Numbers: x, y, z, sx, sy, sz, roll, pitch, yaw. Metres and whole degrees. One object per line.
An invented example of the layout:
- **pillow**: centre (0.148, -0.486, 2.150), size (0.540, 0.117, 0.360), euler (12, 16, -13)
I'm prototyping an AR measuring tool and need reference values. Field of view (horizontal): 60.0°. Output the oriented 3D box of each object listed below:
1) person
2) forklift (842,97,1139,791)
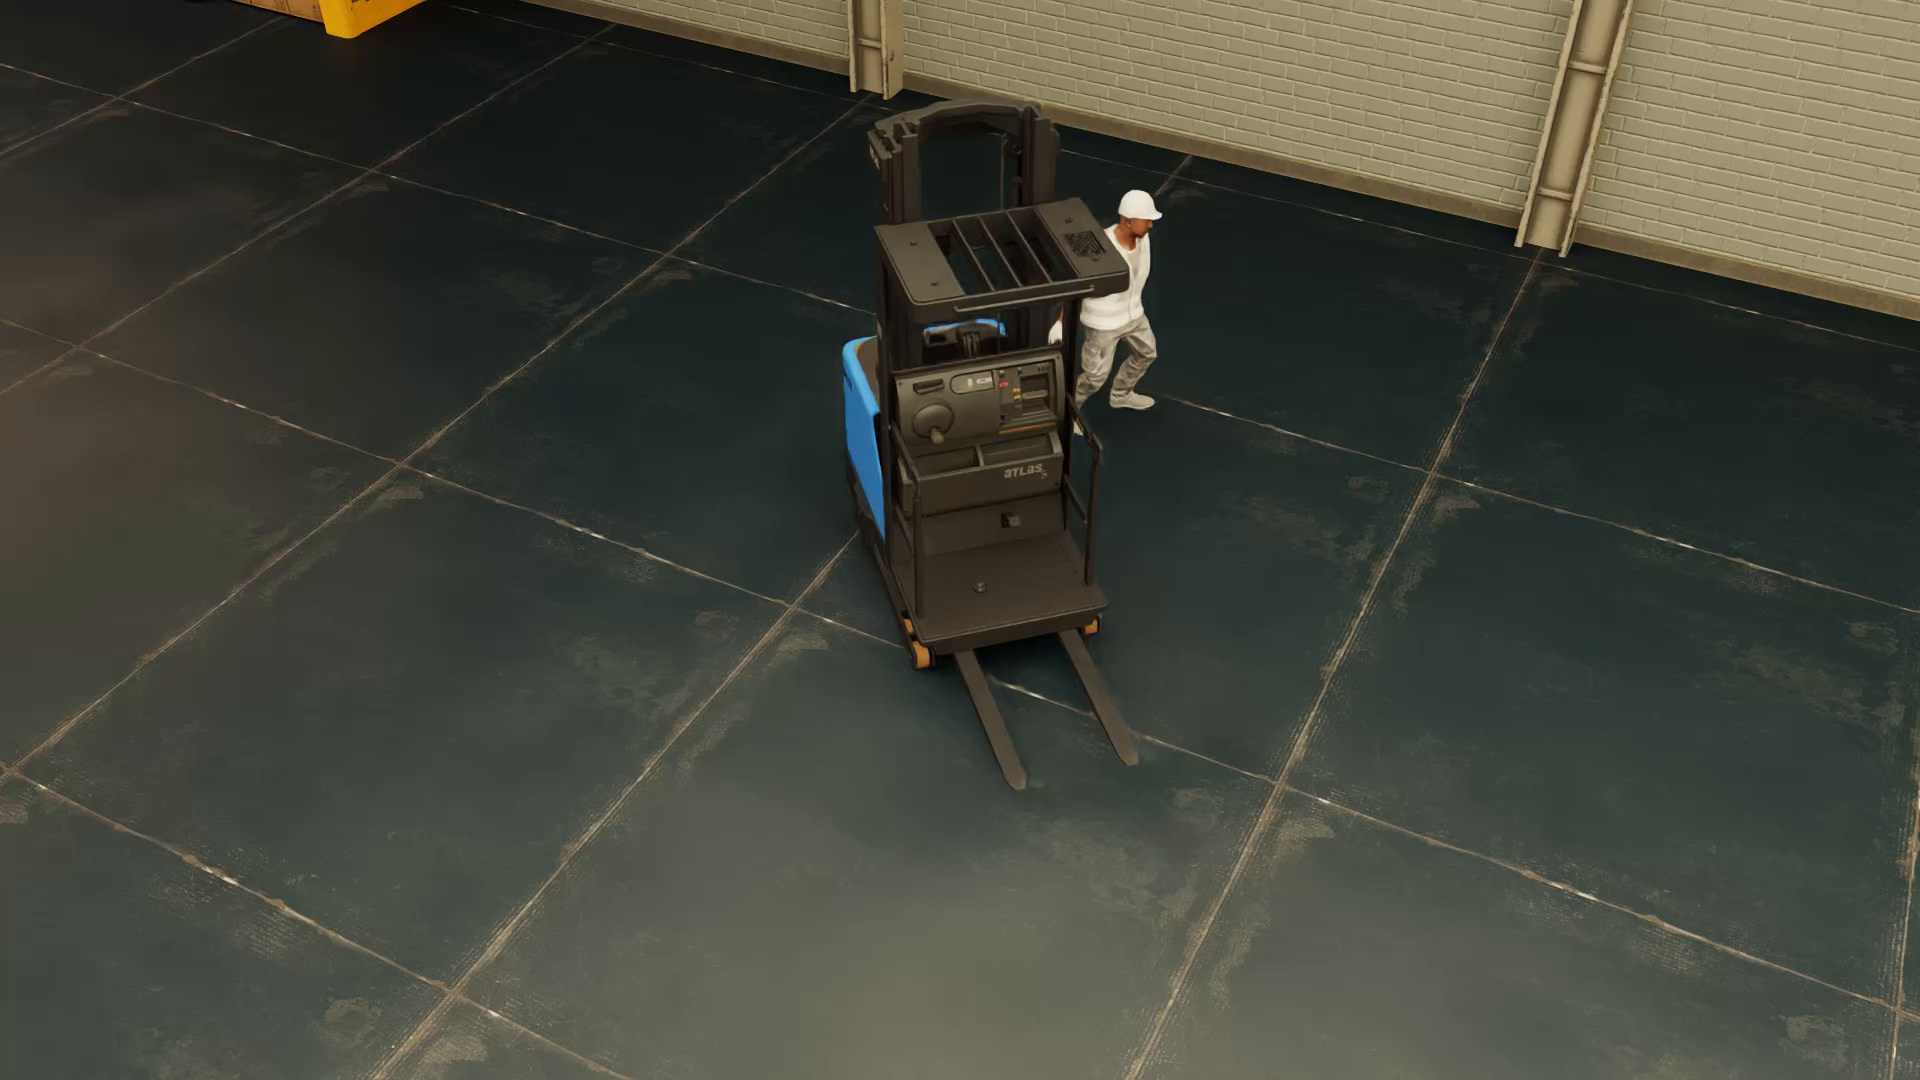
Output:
- **person**: centre (0.921, -1.427, 10.660), size (0.878, 1.753, 0.483), euler (-31, 49, -31)
- **forklift**: centre (0.177, -0.680, 8.793), size (1.130, 2.935, 3.031), euler (-11, 41, -12)
